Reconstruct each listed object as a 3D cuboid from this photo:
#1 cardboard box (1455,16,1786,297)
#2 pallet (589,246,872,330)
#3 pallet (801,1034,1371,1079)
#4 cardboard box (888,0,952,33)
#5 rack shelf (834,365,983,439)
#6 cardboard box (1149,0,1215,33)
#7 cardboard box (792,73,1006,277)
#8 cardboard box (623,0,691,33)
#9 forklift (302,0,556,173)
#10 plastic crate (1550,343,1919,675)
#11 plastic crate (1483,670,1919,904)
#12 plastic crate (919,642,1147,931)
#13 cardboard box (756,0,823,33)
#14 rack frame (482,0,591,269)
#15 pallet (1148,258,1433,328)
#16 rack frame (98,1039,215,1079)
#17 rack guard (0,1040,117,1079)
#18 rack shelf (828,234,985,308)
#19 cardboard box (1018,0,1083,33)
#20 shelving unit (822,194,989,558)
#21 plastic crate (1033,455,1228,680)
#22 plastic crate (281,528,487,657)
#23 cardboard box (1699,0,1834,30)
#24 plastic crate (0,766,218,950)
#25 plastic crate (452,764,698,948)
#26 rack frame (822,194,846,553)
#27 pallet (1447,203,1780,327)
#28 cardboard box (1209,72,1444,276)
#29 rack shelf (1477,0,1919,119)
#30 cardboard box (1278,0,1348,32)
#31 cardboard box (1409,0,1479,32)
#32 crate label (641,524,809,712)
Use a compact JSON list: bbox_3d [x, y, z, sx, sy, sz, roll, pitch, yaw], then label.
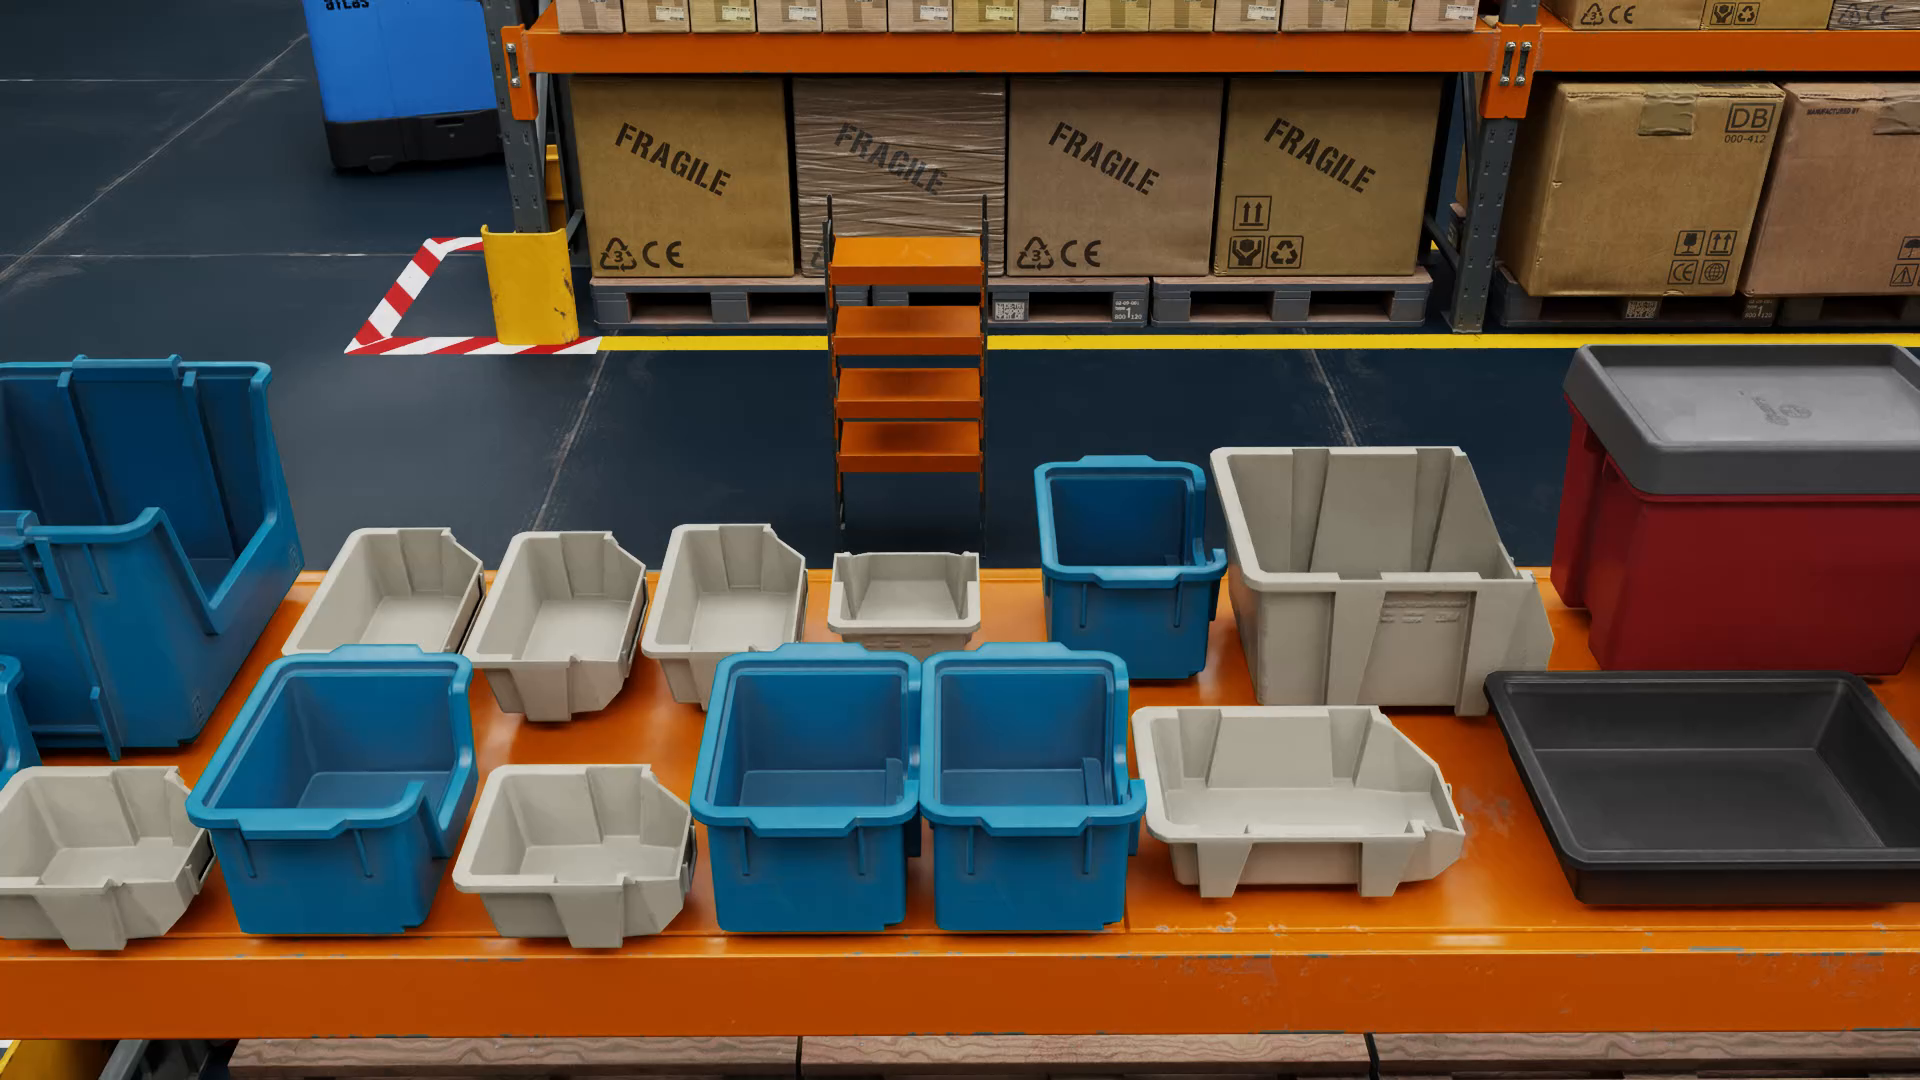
[{"bbox_3d":[2.839,-1.717,7.331,0.875,0.875,1.225,0,31,0],"label":"cardboard box"},{"bbox_3d":[-1.001,-1.271,7.642,1.213,0.211,1.003,0,31,0],"label":"pallet"},{"bbox_3d":[0.271,1.356,3.311,1.213,0.211,1.003,0,31,0],"label":"pallet"},{"bbox_3d":[-0.158,-2.148,6.641,0.250,0.149,0.380,0,31,-1],"label":"cardboard box"},{"bbox_3d":[-0.166,-0.455,5.473,0.480,0.148,0.258,0,31,0],"label":"rack shelf"},{"bbox_3d":[0.867,-2.151,6.646,0.250,0.149,0.380,0,31,1],"label":"cardboard box"},{"bbox_3d":[-0.251,-1.738,7.366,0.875,0.875,0.875,0,31,0],"label":"cardboard box"},{"bbox_3d":[-1.187,-2.145,6.635,0.250,0.149,0.380,-1,31,-1],"label":"cardboard box"},{"bbox_3d":[-2.086,-3.682,8.994,3.031,2.935,1.130,-10,33,-16],"label":"forklift"},{"bbox_3d":[1.335,-0.044,2.811,0.583,0.464,0.402,0,31,0],"label":"plastic crate"},{"bbox_3d":[1.112,0.371,2.454,0.590,0.125,0.437,0,31,0],"label":"plastic crate"},{"bbox_3d":[0.095,0.360,2.369,0.300,0.233,0.416,0,31,0],"label":"plastic crate"},{"bbox_3d":[-0.670,-2.147,6.639,0.250,0.149,0.380,-1,31,-1],"label":"cardboard box"},{"bbox_3d":[-1.801,-2.420,6.848,0.127,3.000,1.000,0,31,0],"label":"rack frame"},{"bbox_3d":[1.438,-1.279,7.655,1.213,0.211,1.003,0,31,0],"label":"pallet"},{"bbox_3d":[-1.771,0.149,2.613,0.127,3.000,1.000,0,31,0],"label":"rack frame"},{"bbox_3d":[-1.795,1.224,3.250,0.348,0.500,1.175,0,31,0],"label":"rack guard"},{"bbox_3d":[-0.166,-0.848,5.234,0.480,0.148,0.258,0,31,0],"label":"rack shelf"},{"bbox_3d":[0.357,-2.150,6.644,0.250,0.149,0.380,0,31,1],"label":"cardboard box"},{"bbox_3d":[-0.166,-0.512,5.438,0.503,1.200,0.258,0,31,0],"label":"shelving unit"},{"bbox_3d":[0.281,0.055,2.871,0.300,0.233,0.416,0,31,0],"label":"plastic crate"},{"bbox_3d":[-0.956,0.139,2.825,0.243,0.136,0.396,0,31,0],"label":"plastic crate"},{"bbox_3d":[3.164,-2.350,6.634,0.500,0.500,0.500,0,31,0],"label":"cardboard box"},{"bbox_3d":[-1.201,0.448,2.317,0.298,0.136,0.250,0,31,0],"label":"plastic crate"},{"bbox_3d":[-0.522,0.446,2.320,0.298,0.136,0.250,0,31,0],"label":"plastic crate"},{"bbox_3d":[-0.410,-0.512,5.437,0.015,1.200,0.240,0,31,0],"label":"rack frame"},{"bbox_3d":[2.970,-1.282,7.660,1.213,0.211,1.003,0,31,0],"label":"pallet"},{"bbox_3d":[1.539,-1.744,7.375,0.875,0.875,0.875,0,31,0],"label":"cardboard box"},{"bbox_3d":[4.199,-2.132,7.065,4.000,0.370,1.077,0,31,0],"label":"rack shelf"},{"bbox_3d":[1.382,-2.153,6.649,0.250,0.149,0.380,-1,31,-1],"label":"cardboard box"},{"bbox_3d":[1.896,-2.155,6.652,0.250,0.149,0.380,0,31,0],"label":"cardboard box"},{"bbox_3d":[-0.388,0.132,2.837,0.243,0.136,0.396,0,31,0],"label":"crate label"}]
